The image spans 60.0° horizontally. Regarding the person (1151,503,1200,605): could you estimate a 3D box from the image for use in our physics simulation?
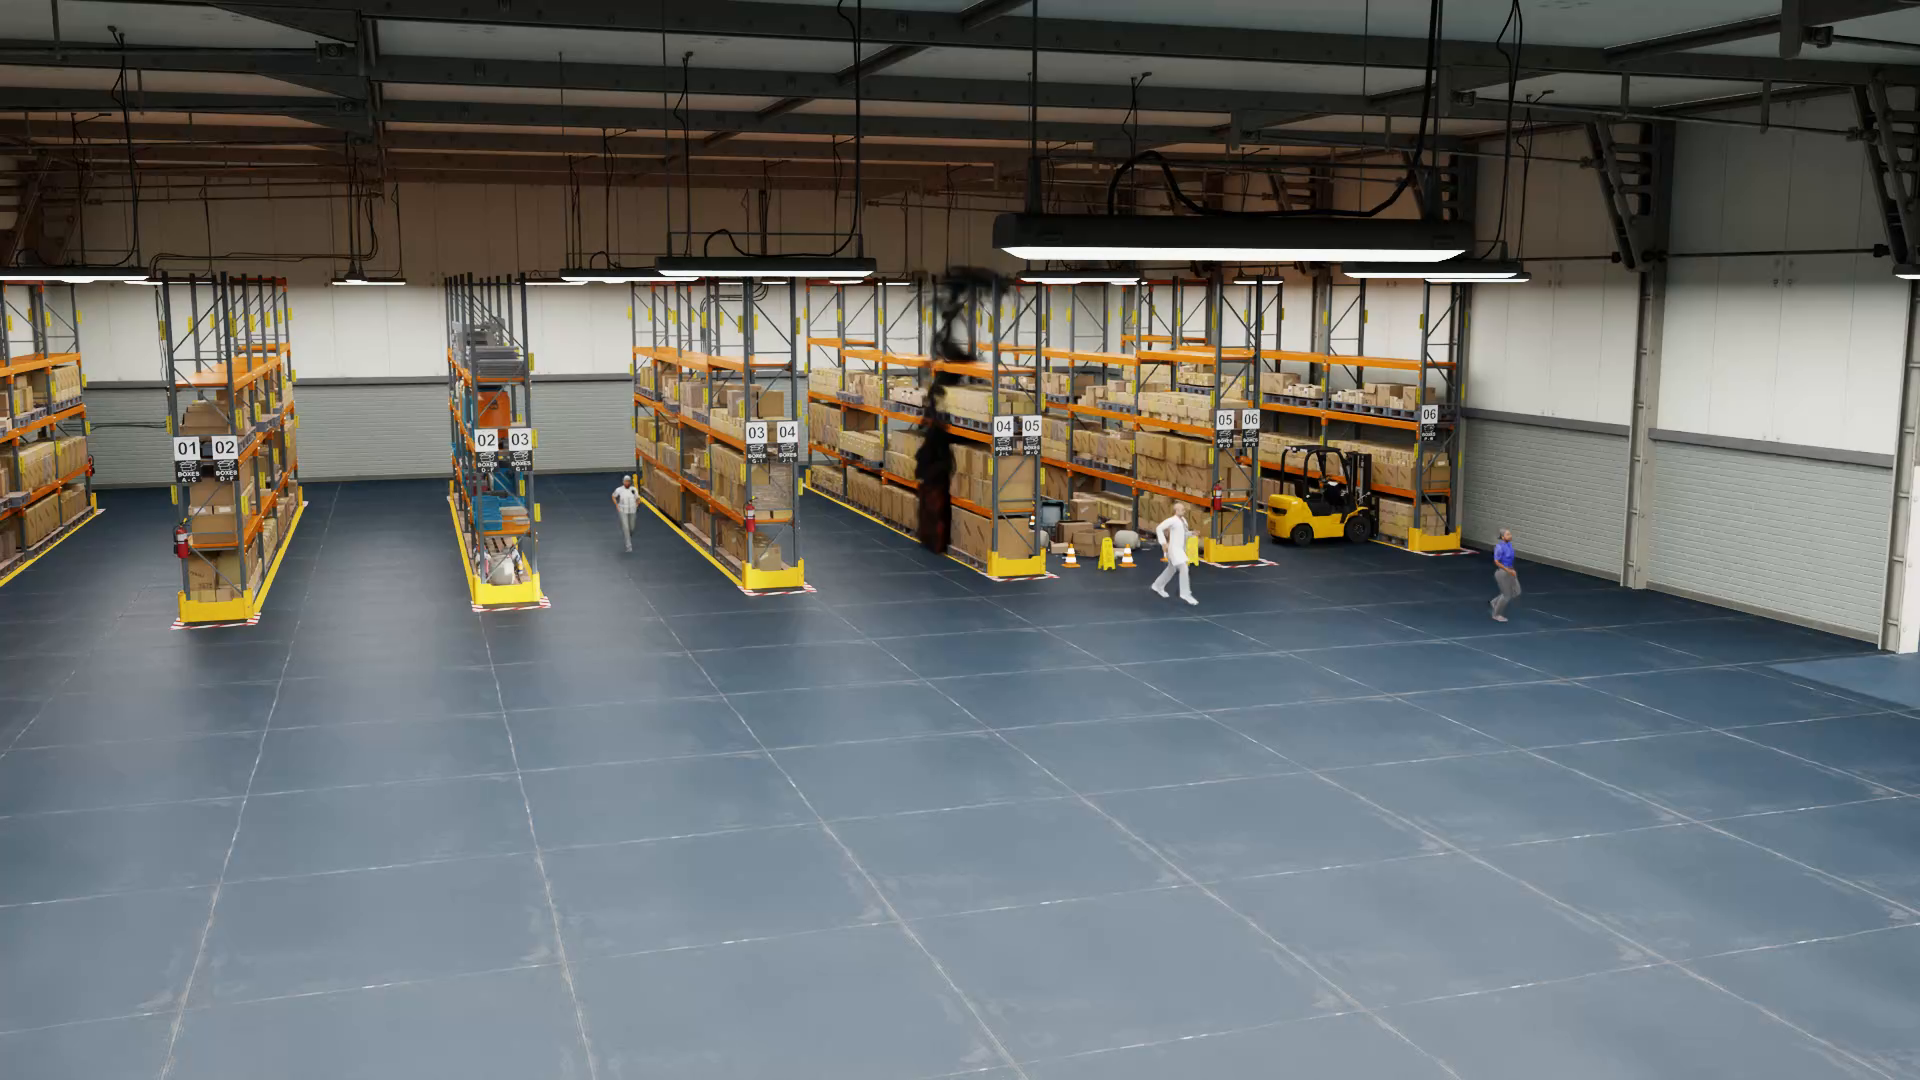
[{"bbox_3d":[3.954,0.232,30.522,0.969,1.827,0.685,4,10,27],"label":"person"}]

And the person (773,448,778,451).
[{"bbox_3d":[-5.274,-2.470,48.703,0.681,1.722,0.905,7,11,37],"label":"person"}]

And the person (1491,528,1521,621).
[{"bbox_3d":[9.455,0.601,28.813,0.504,1.616,0.583,7,11,40],"label":"person"}]

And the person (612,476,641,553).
[{"bbox_3d":[-7.318,-0.590,36.594,0.606,1.670,0.852,-4,9,-23],"label":"person"}]
